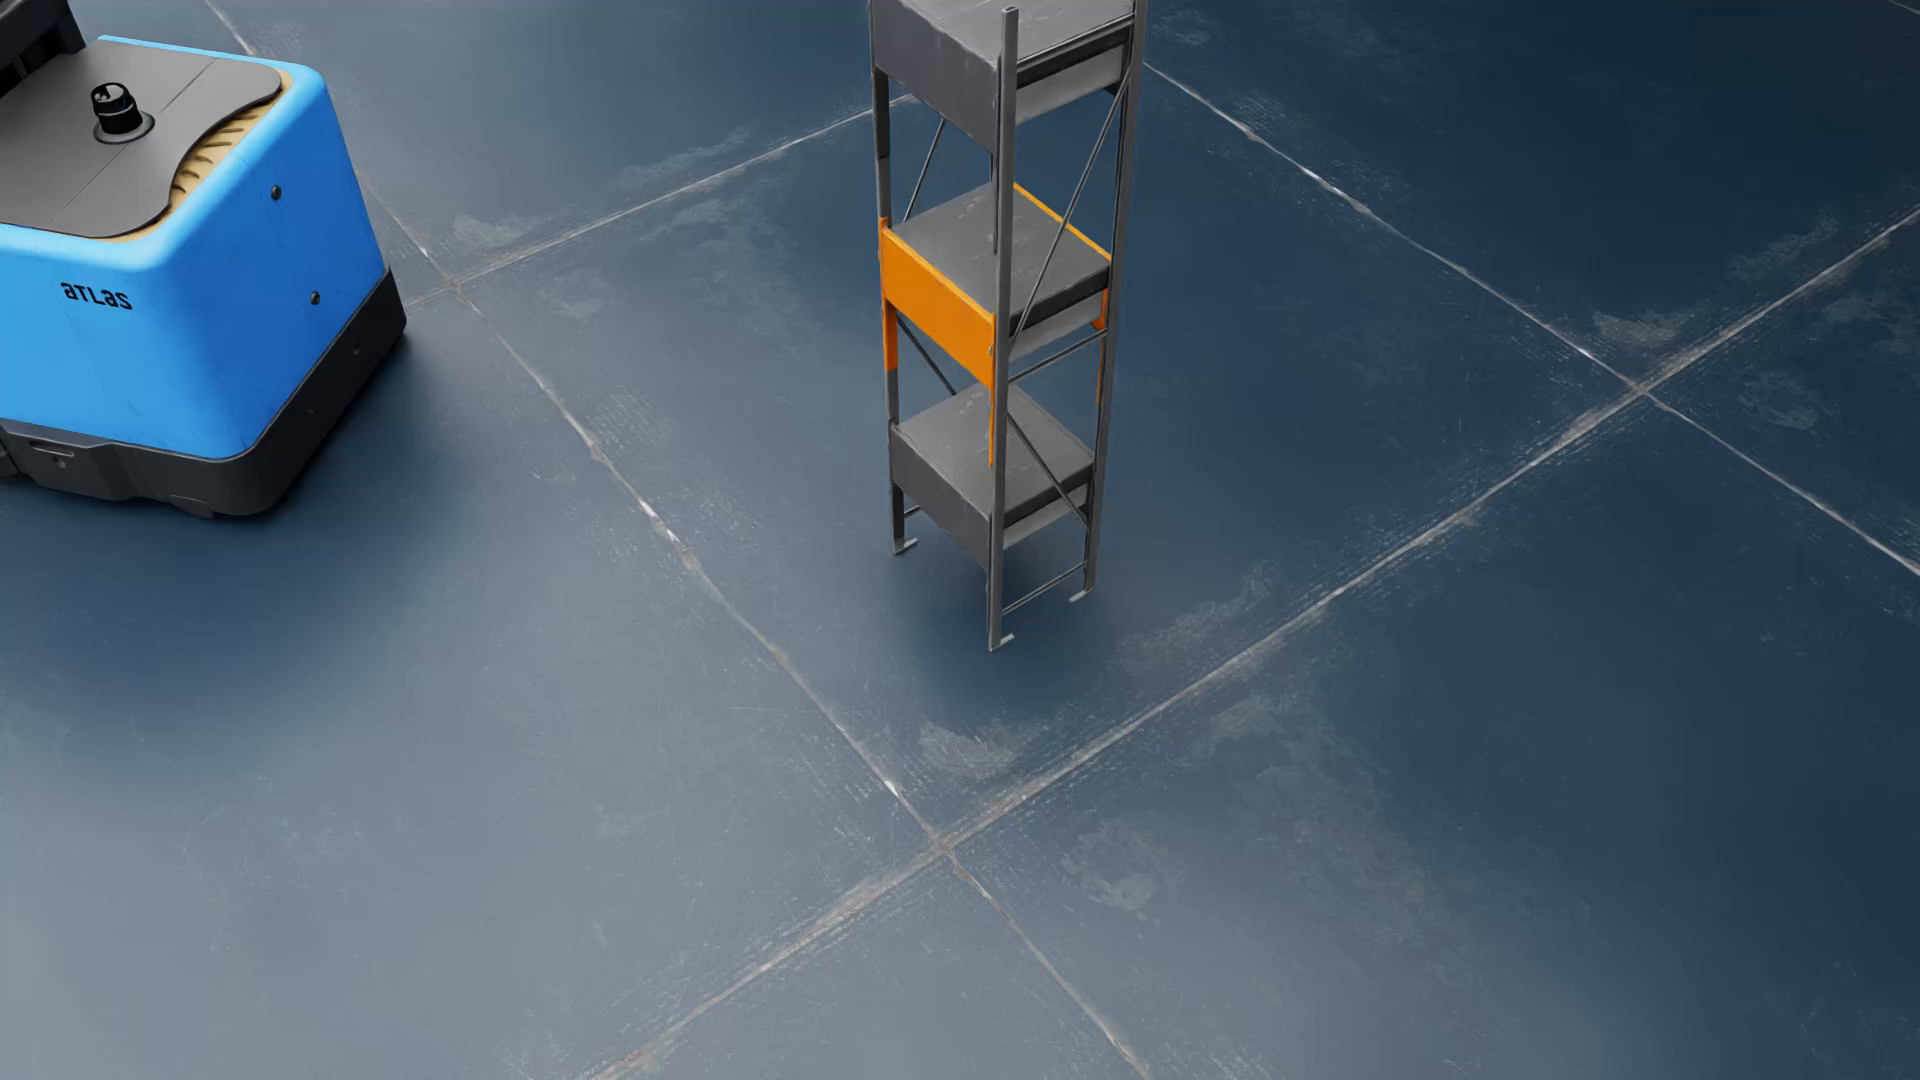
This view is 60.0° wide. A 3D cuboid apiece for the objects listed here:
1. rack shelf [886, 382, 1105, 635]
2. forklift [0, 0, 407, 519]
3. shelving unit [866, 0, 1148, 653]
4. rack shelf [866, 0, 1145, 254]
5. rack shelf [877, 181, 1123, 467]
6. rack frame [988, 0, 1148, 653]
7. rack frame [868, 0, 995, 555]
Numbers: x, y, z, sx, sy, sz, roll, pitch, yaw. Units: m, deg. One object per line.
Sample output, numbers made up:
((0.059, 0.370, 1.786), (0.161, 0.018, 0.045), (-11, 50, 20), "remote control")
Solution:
((0.100, -0.128, 4.912), (0.431, 0.518, 0.480), (-29, 54, -24), "rack shelf")
((-3.518, -1.647, 4.765), (3.031, 2.935, 1.130), (11, 49, 10), "forklift")
((0.100, -0.608, 4.384), (0.431, 2.100, 0.503), (-29, 54, -24), "shelving unit")
((0.100, -1.069, 3.875), (0.431, 0.518, 0.480), (-29, 54, -24), "rack shelf")
((0.100, -0.598, 4.394), (0.431, 0.518, 0.480), (-29, 54, -24), "rack shelf")
((0.248, -0.464, 4.253), (0.400, 2.100, 0.015), (-29, 54, -24), "rack frame")
((-0.048, -0.751, 4.514), (0.400, 2.100, 0.015), (-29, 54, -24), "rack frame")
